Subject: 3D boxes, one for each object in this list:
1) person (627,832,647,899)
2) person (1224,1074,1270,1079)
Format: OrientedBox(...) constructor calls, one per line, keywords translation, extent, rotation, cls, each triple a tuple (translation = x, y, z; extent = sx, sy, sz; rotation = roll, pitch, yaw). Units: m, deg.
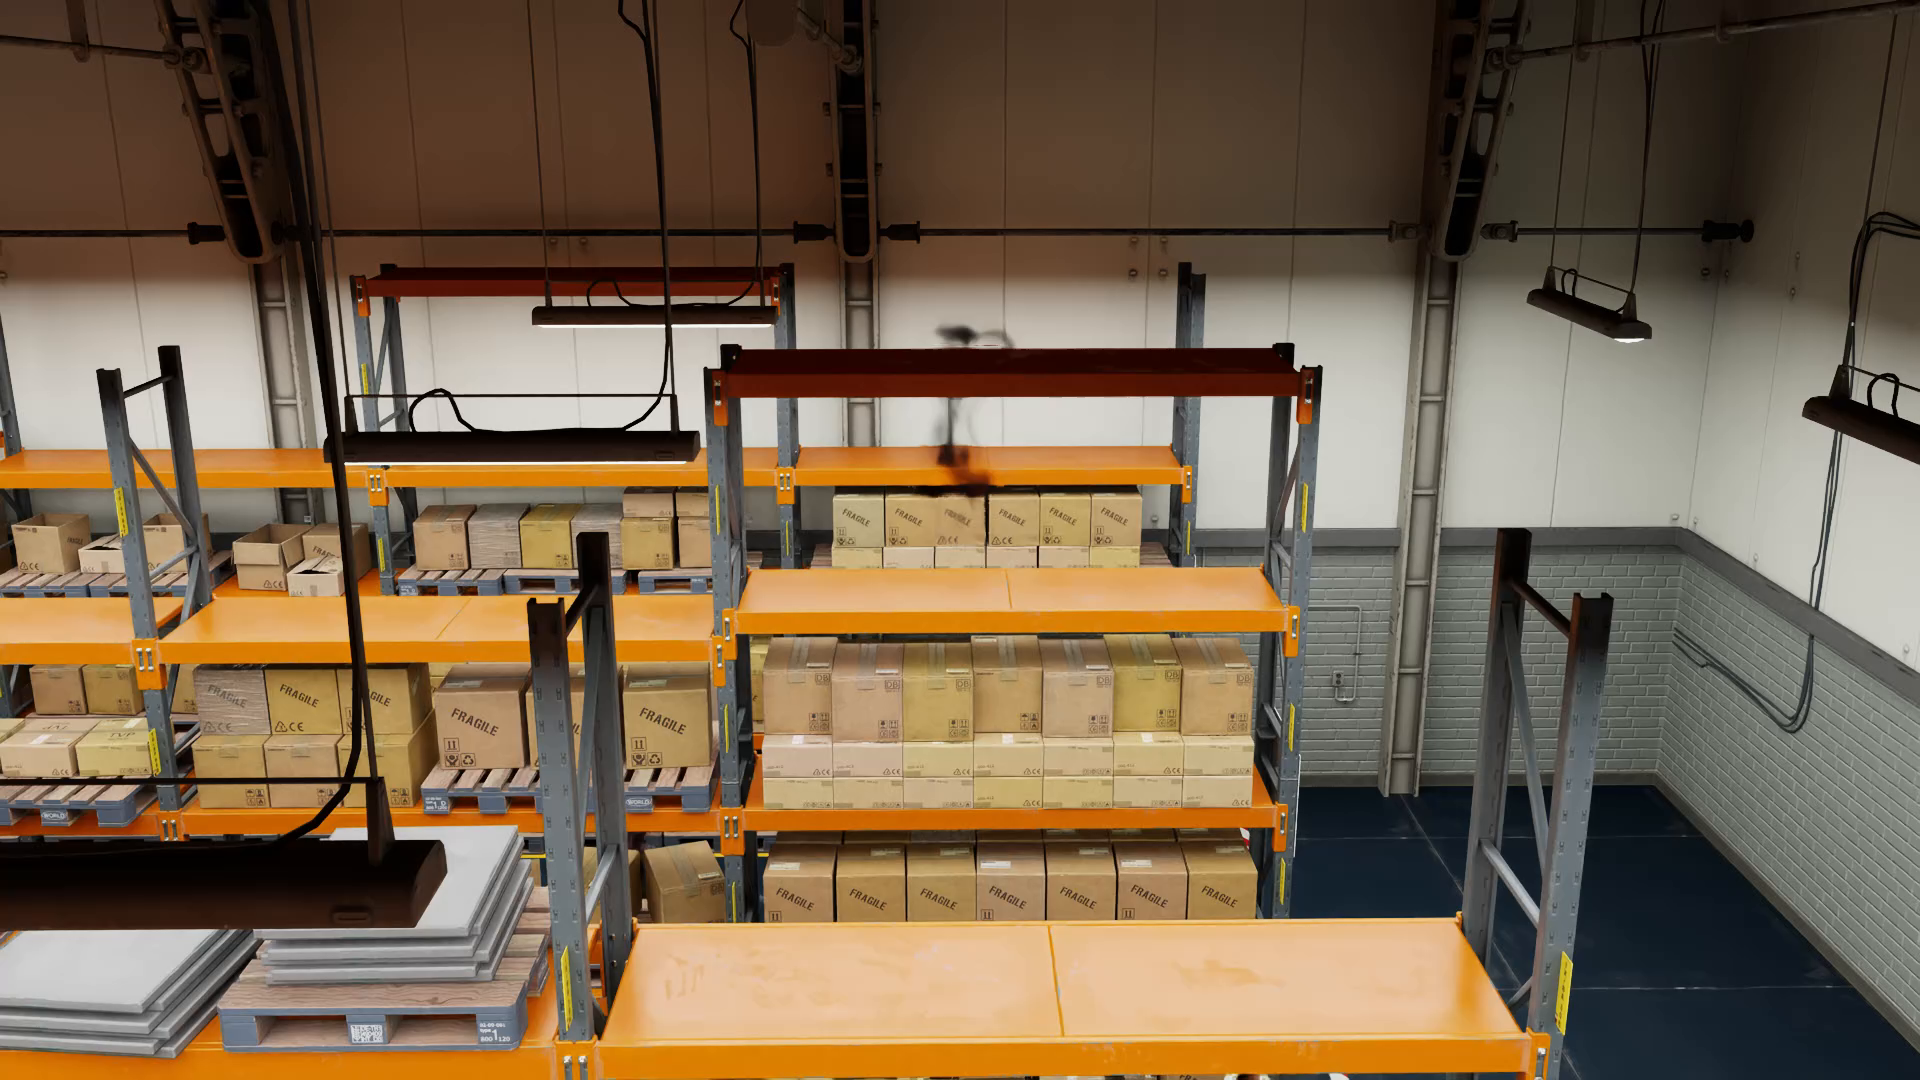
OrientedBox(translation=(-3.043, 2.958, 15.322), extent=(0.943, 1.861, 0.741), rotation=(-1, 16, -2), cls="person")
OrientedBox(translation=(1.945, 4.130, 11.286), extent=(0.560, 1.740, 0.673), rotation=(-5, 17, -18), cls="person")
